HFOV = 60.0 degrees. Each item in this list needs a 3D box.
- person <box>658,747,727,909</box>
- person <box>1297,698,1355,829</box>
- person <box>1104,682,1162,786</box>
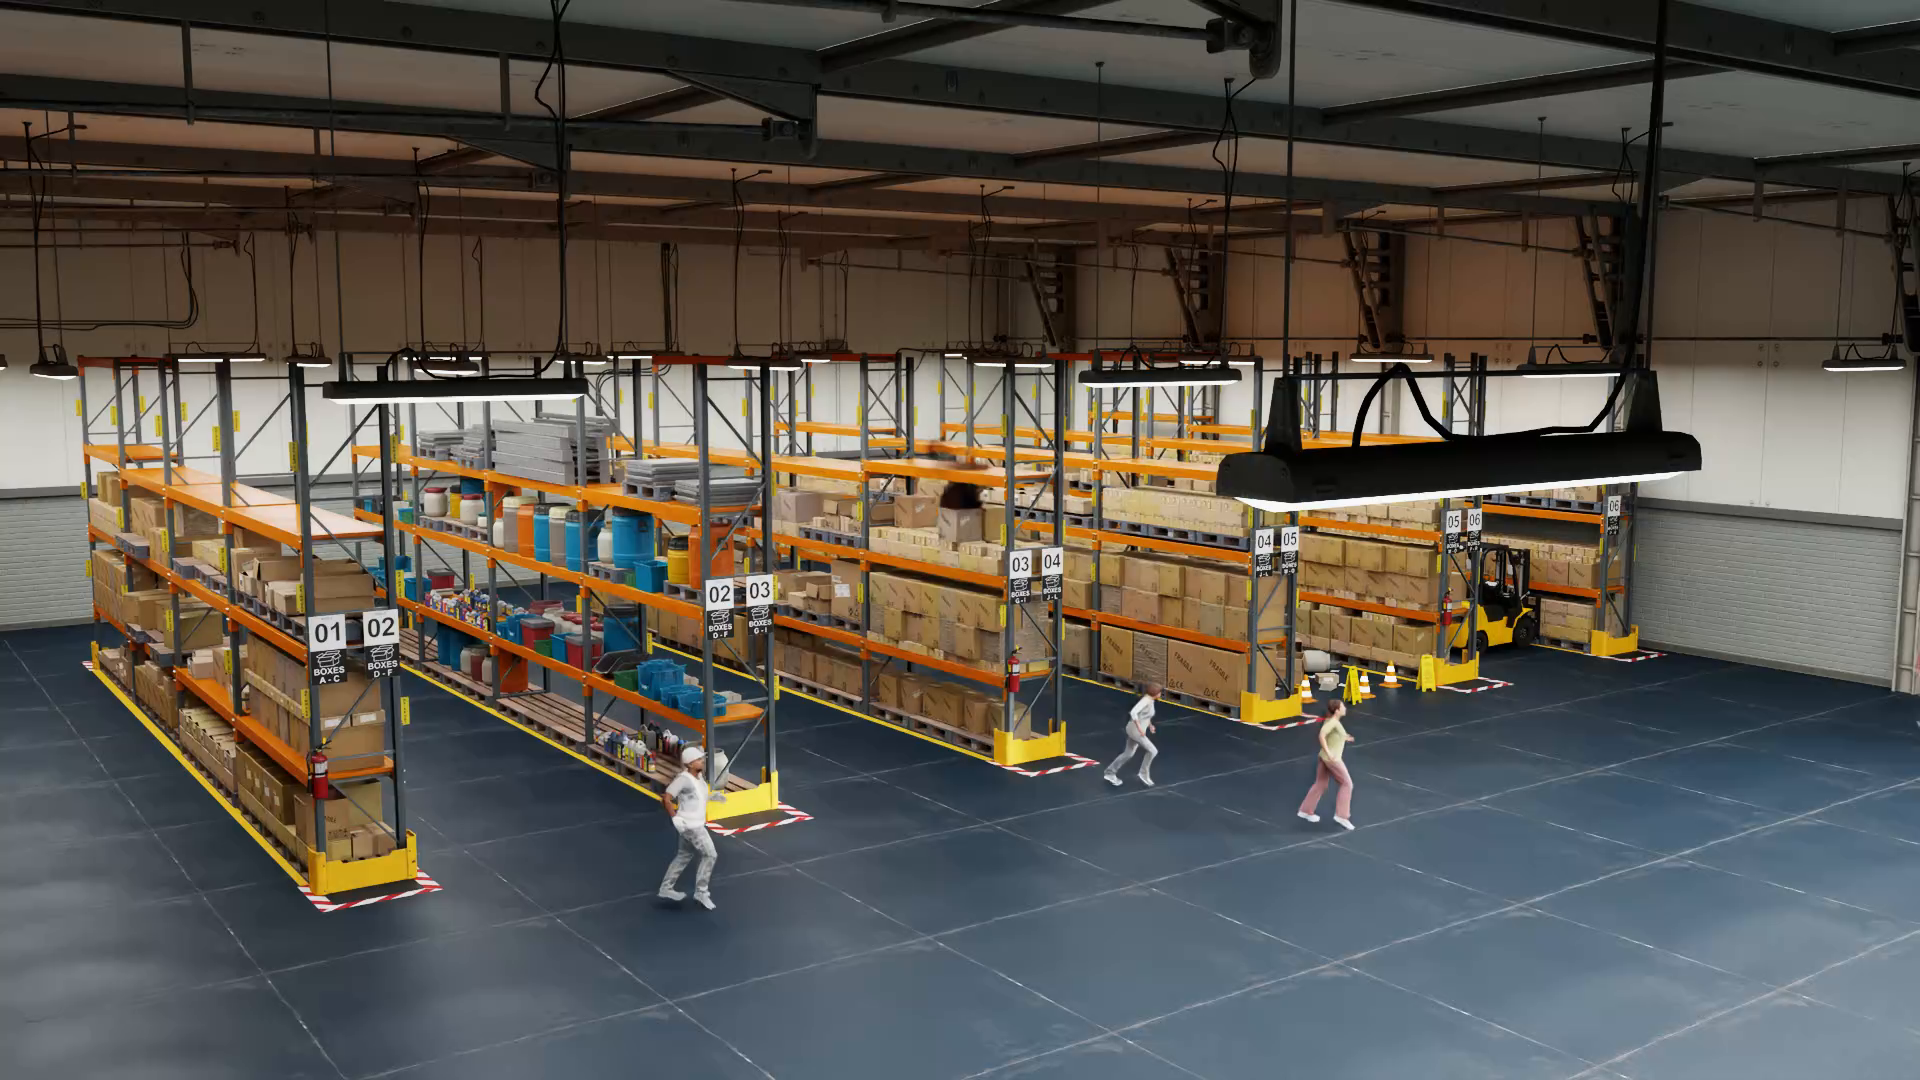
[{"bbox_3d":[-2.996,3.215,18.590,0.778,1.840,0.662,-1,7,-7],"label":"person"},{"bbox_3d":[4.758,2.892,21.582,0.748,1.718,0.569,-1,7,-4],"label":"person"},{"bbox_3d":[2.454,2.755,23.596,0.798,1.521,0.552,1,7,11],"label":"person"}]
